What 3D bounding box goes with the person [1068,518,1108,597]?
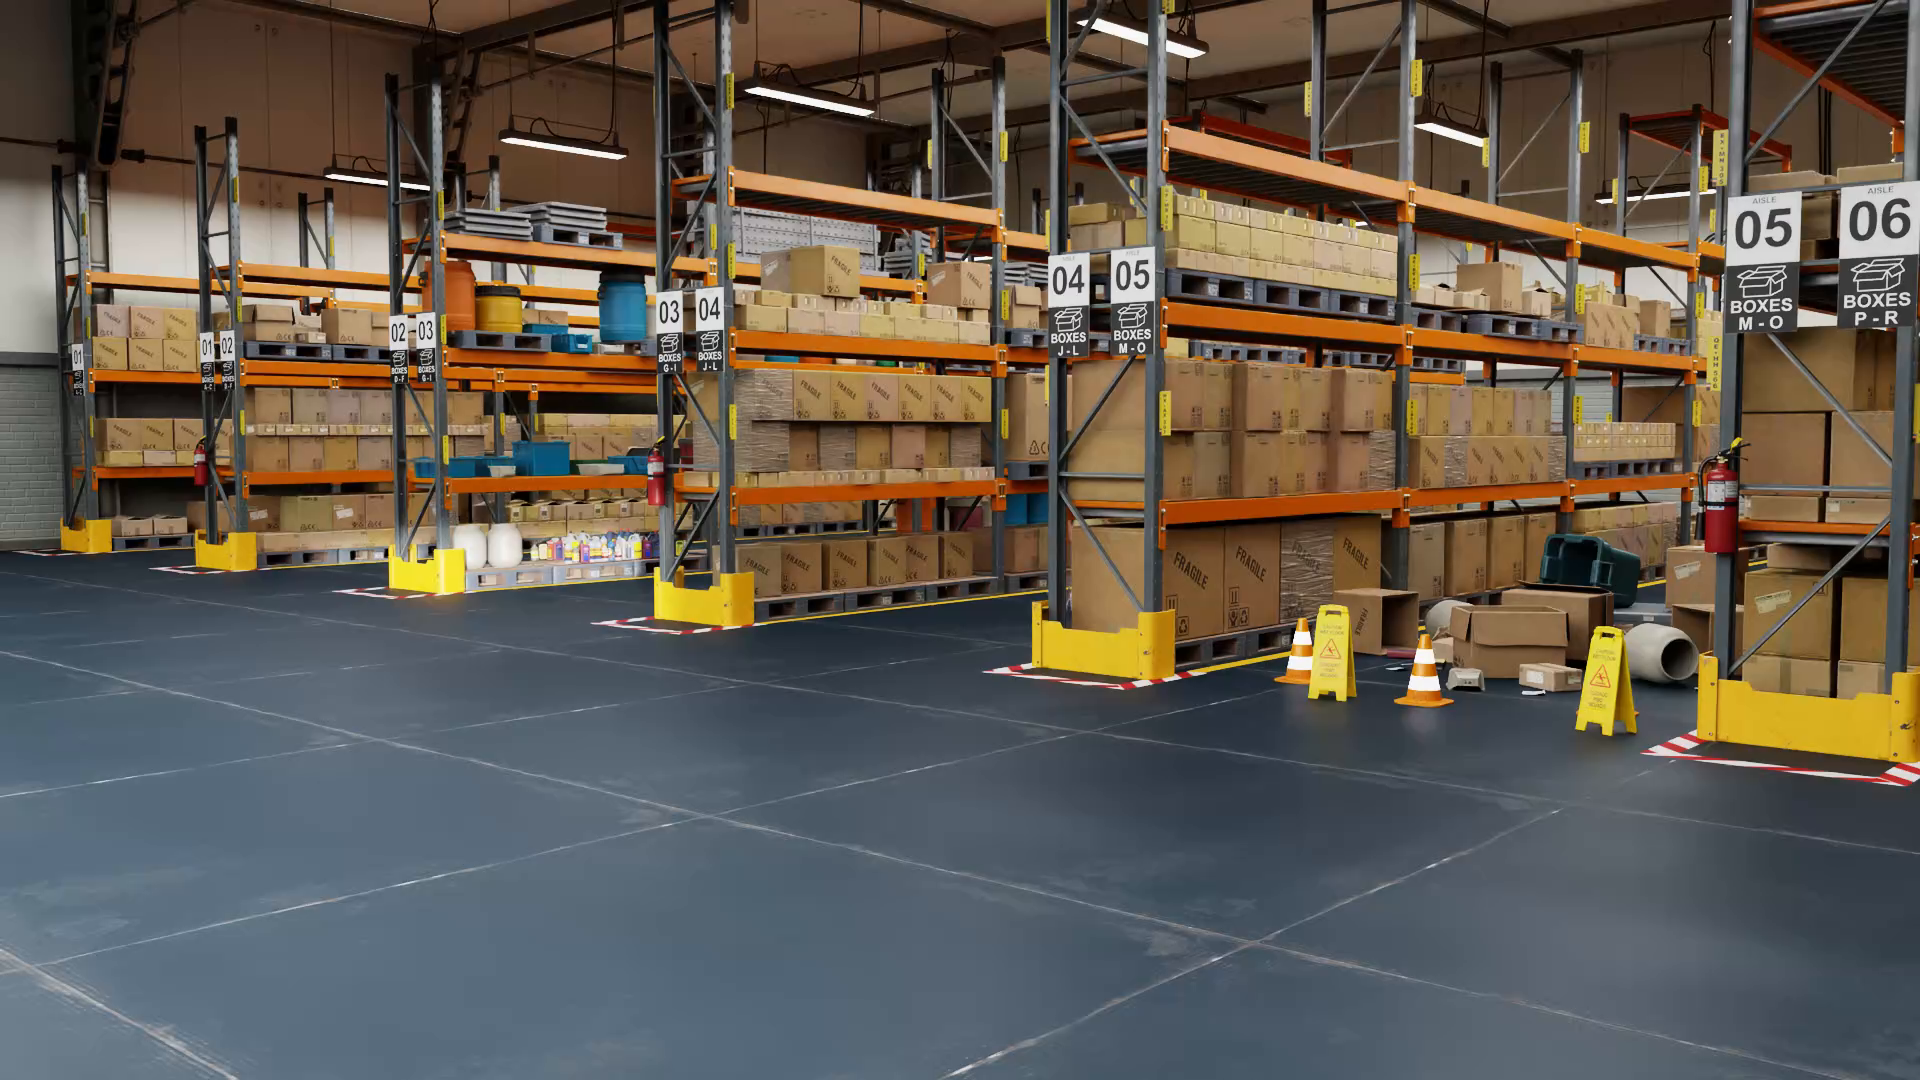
[{"bbox_3d":[1.308,-0.107,16.913,0.690,1.672,0.490,-3,5,-42],"label":"person"}]
